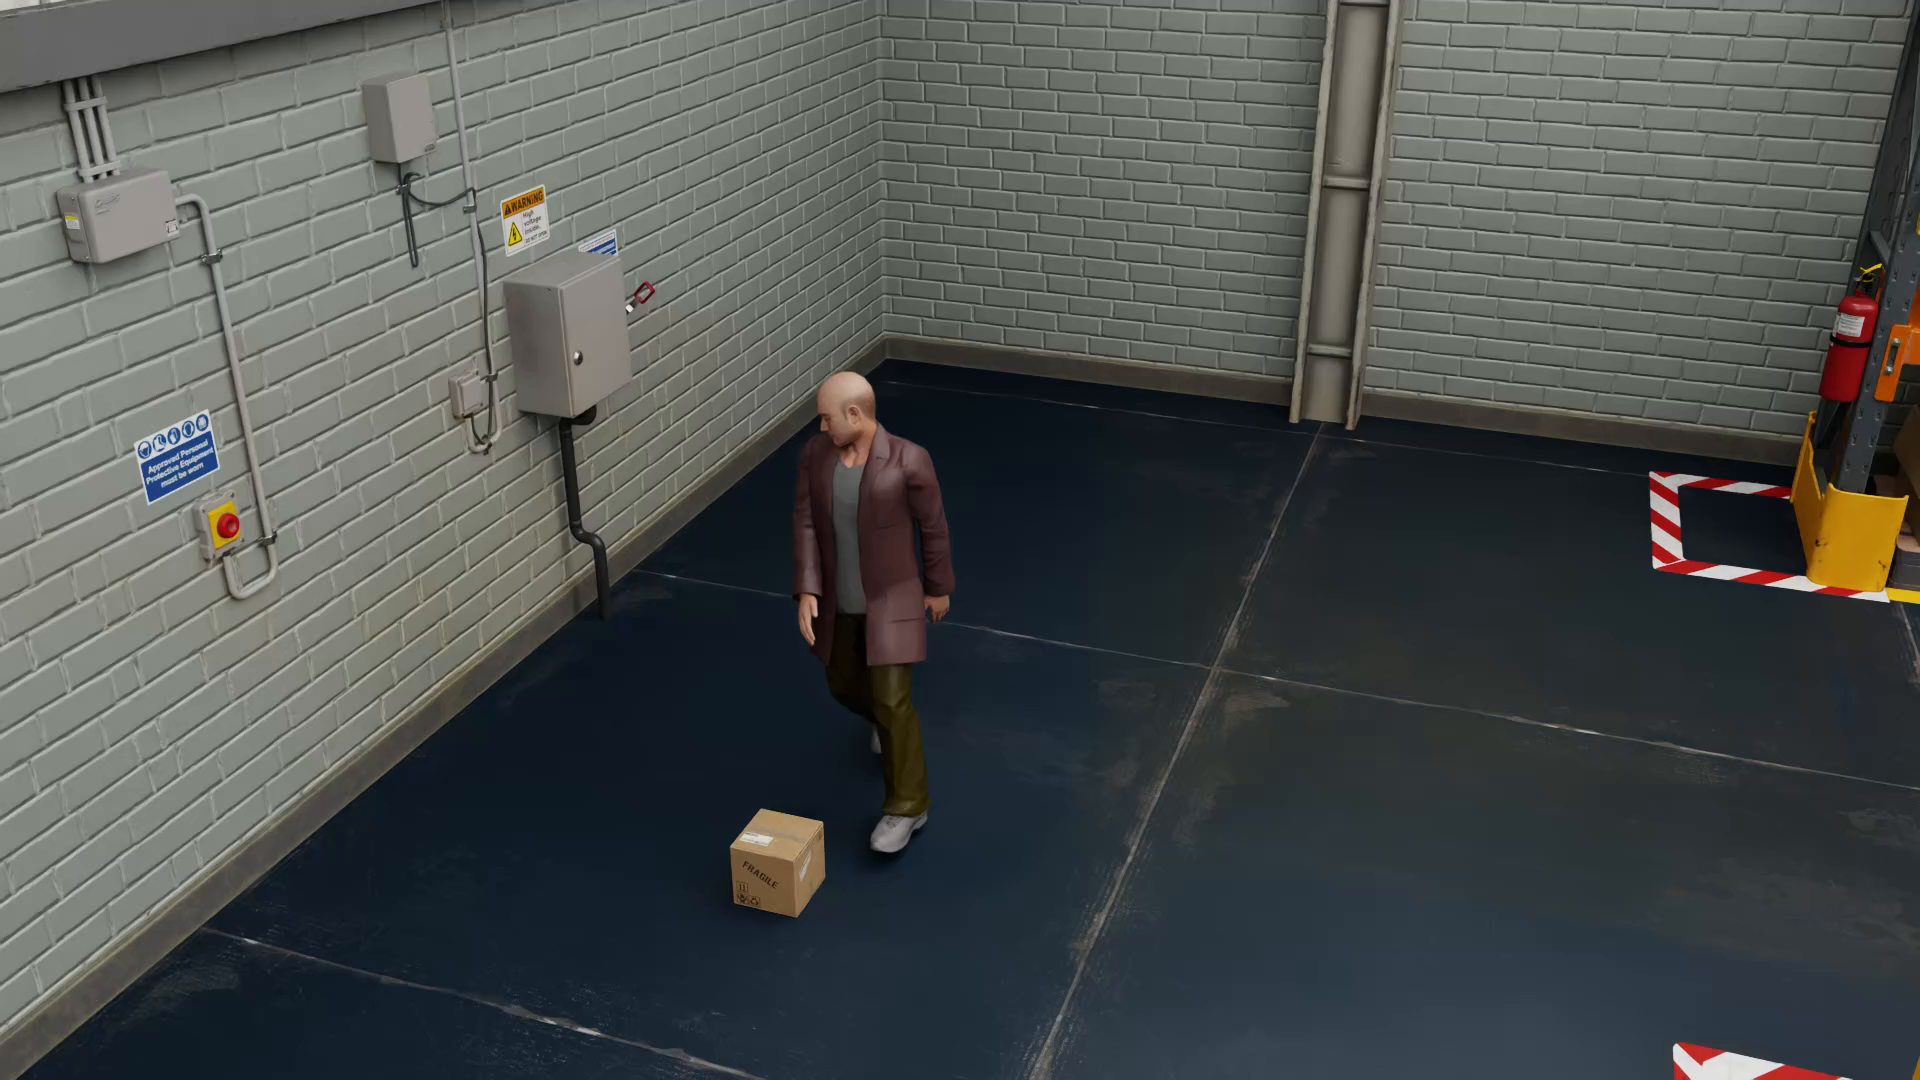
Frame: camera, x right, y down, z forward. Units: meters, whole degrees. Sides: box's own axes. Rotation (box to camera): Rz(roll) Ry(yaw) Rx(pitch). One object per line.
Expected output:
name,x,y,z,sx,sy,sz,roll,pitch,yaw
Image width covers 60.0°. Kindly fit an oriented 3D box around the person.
person,-0.328,0.199,6.205,0.596,1.725,0.893,11,28,22
